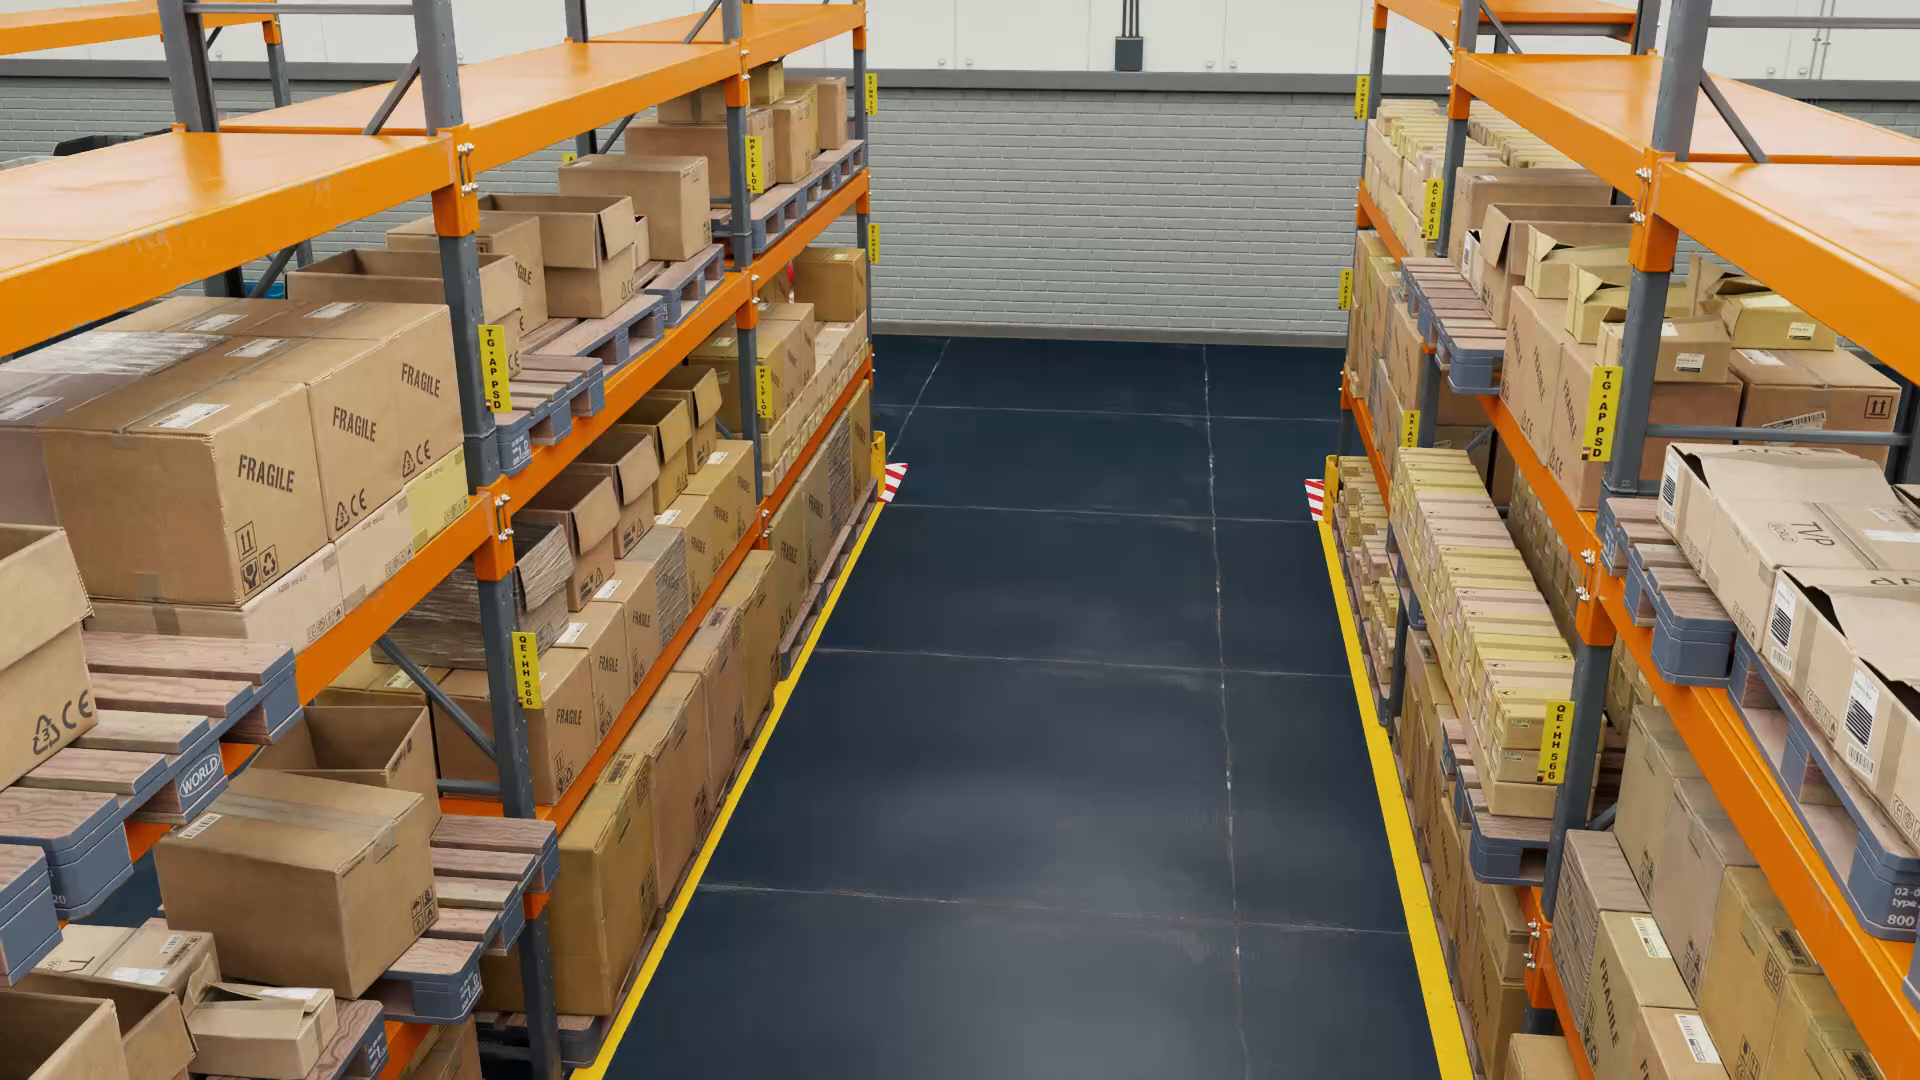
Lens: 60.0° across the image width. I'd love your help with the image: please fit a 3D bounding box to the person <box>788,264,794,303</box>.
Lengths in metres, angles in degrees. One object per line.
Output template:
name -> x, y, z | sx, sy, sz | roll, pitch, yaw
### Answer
person -> -1.709, -1.713, 15.466 | 0.996, 1.732, 0.590 | 1, 21, 2
